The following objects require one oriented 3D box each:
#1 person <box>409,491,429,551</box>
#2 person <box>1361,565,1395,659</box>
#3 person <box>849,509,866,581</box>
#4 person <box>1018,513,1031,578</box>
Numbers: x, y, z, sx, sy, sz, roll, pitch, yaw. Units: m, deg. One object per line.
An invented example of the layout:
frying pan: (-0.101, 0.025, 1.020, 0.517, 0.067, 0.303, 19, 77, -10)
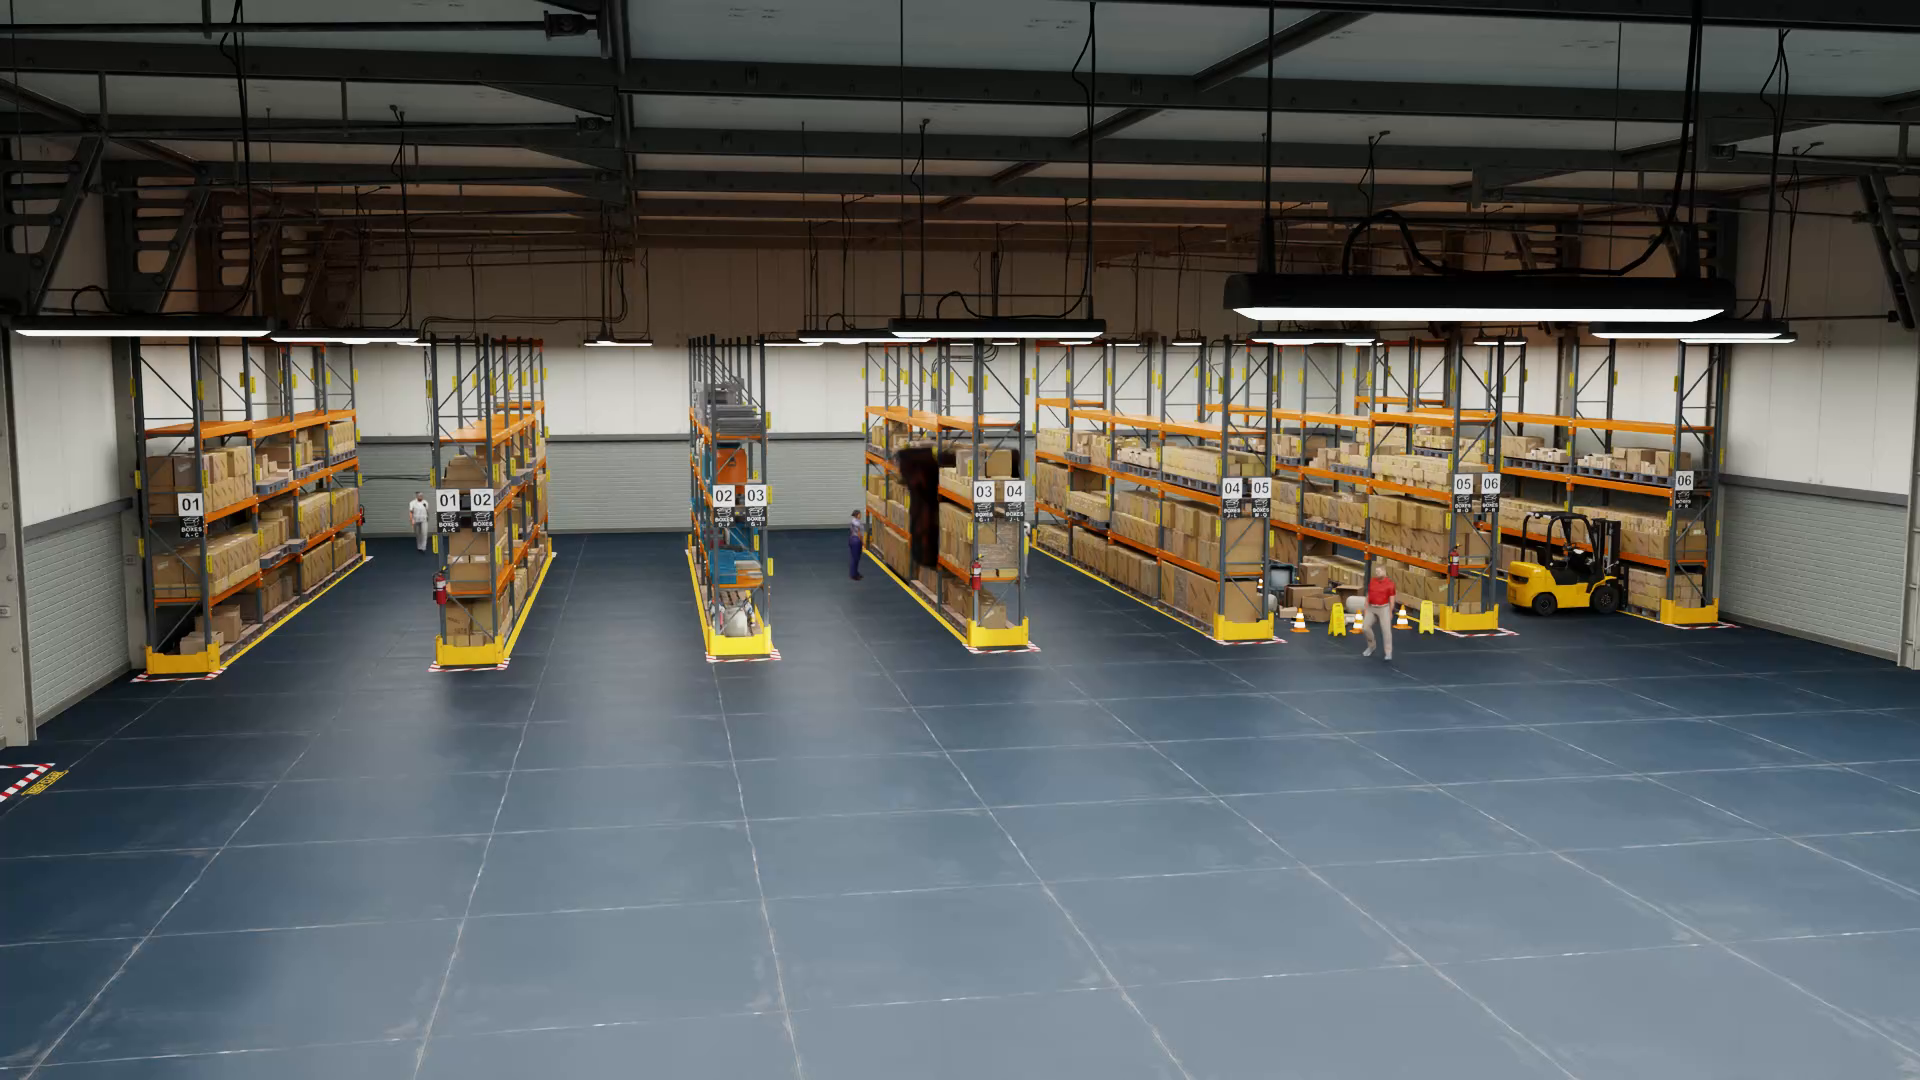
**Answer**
person: (-15.316, -0.544, 47.076, 0.523, 1.707, 1.042, -1, 7, -11)
person: (7.768, 1.330, 30.843, 0.617, 1.752, 0.428, 5, 8, 37)
person: (-2.446, 0.105, 39.299, 0.422, 1.676, 0.553, -2, 7, -14)
person: (1.553, 0.105, 41.966, 0.500, 1.639, 0.937, -1, 7, -6)
